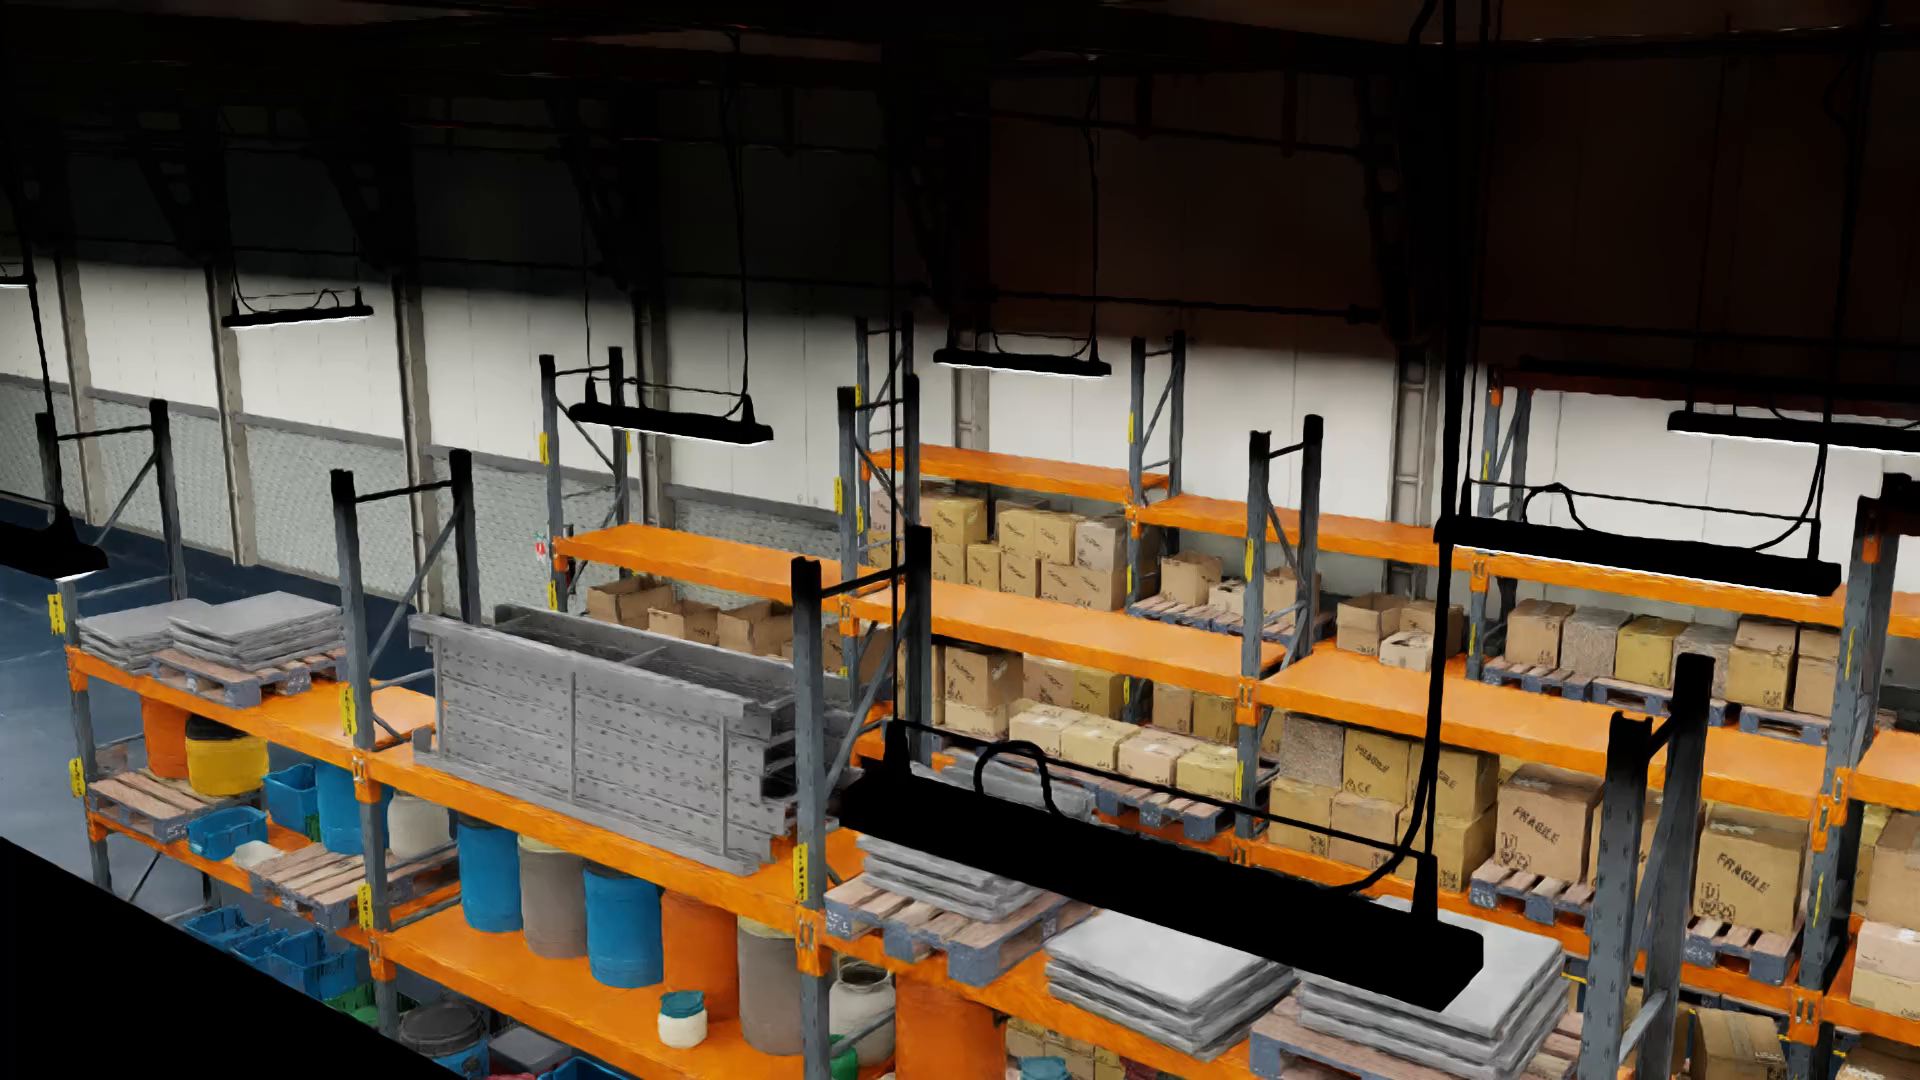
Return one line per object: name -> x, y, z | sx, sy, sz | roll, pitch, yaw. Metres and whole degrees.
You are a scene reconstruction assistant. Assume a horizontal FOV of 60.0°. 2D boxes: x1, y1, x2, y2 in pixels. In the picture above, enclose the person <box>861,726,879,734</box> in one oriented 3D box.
person -> -1.017, 2.815, 19.532 | 0.505, 1.603, 0.417 | 2, 13, 7
